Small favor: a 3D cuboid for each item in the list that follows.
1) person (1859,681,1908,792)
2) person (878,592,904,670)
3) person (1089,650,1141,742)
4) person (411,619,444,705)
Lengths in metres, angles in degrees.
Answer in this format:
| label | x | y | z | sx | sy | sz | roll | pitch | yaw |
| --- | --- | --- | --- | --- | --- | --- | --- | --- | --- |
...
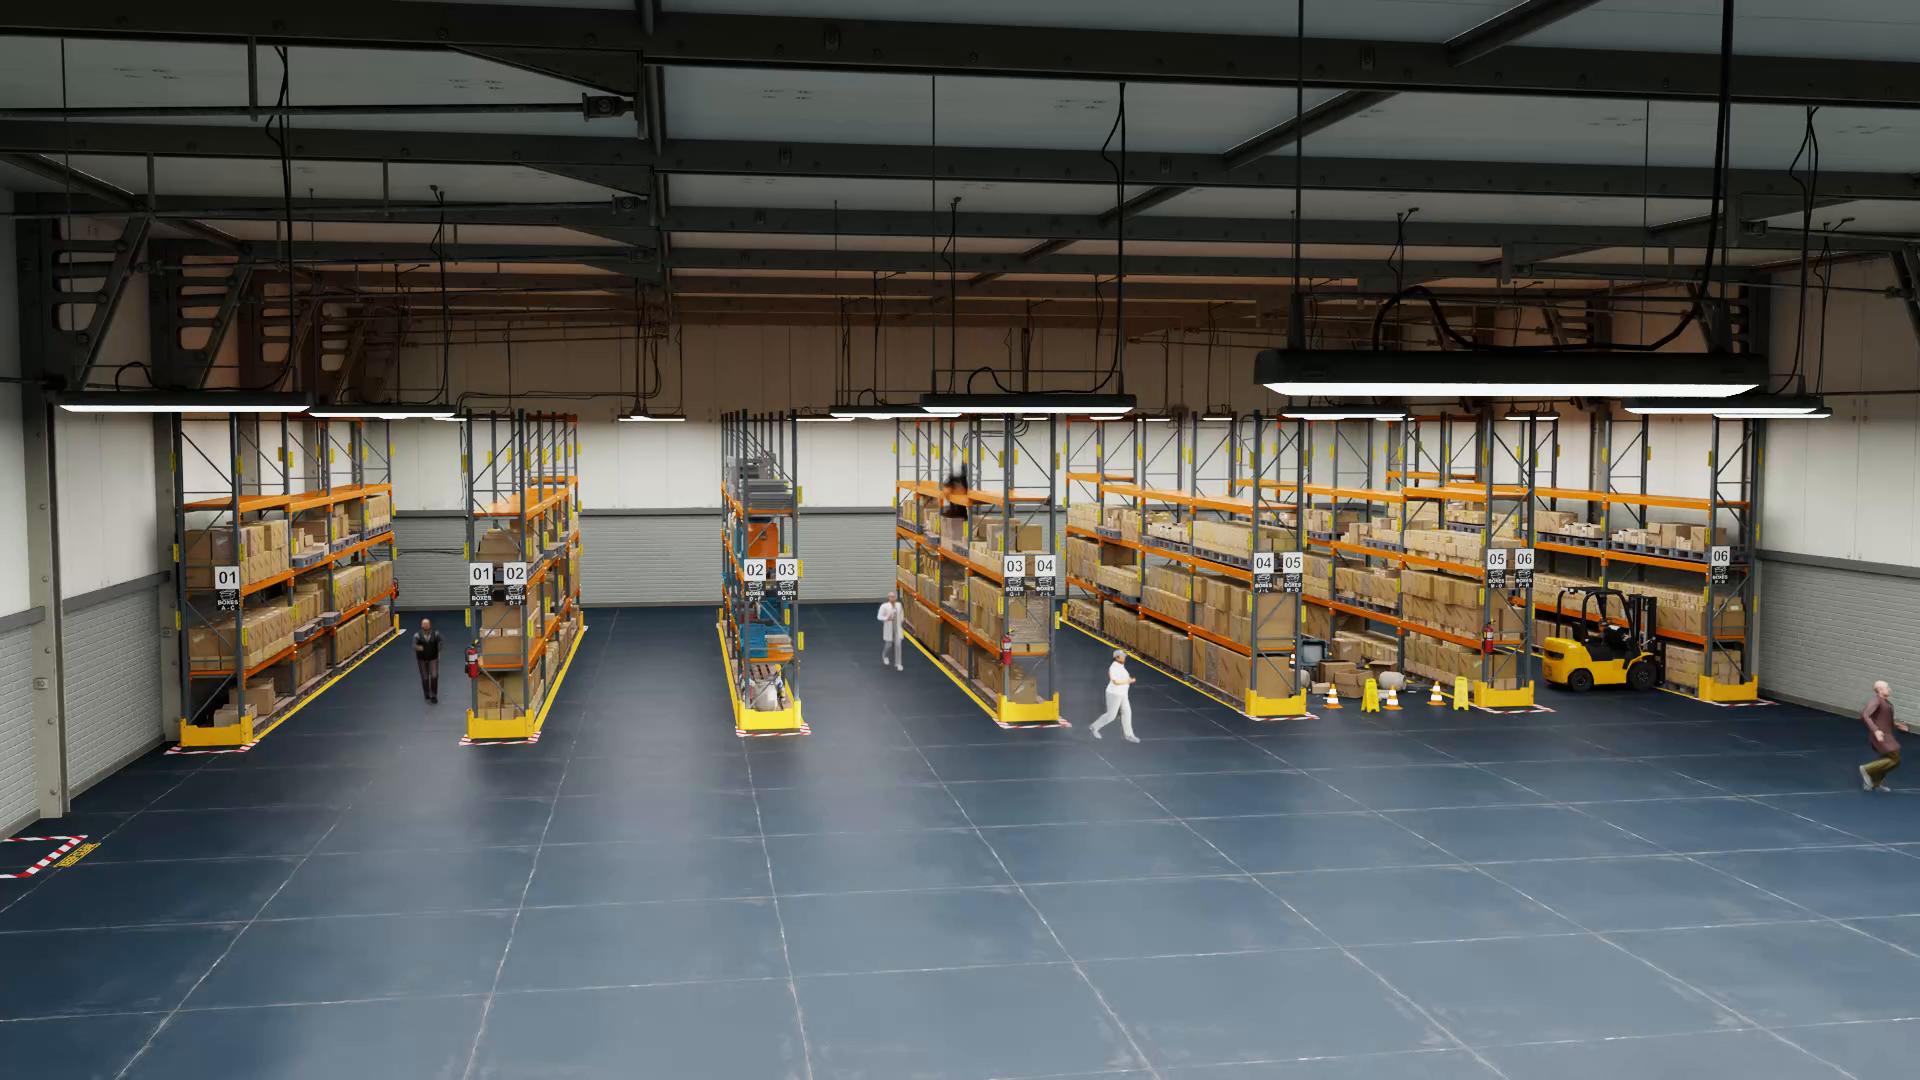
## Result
| label | x | y | z | sx | sy | sz | roll | pitch | yaw |
| --- | --- | --- | --- | --- | --- | --- | --- | --- | --- |
| person | 14.333 | 3.098 | 25.791 | 0.628 | 1.649 | 0.704 | 3 | 5 | 38 |
| person | -1.581 | 2.103 | 38.790 | 0.708 | 1.777 | 1.050 | -2 | 4 | -21 |
| person | 2.789 | 2.787 | 29.857 | 0.934 | 1.656 | 0.604 | 2 | 4 | 22 |
| person | -10.902 | 2.500 | 34.066 | 0.635 | 1.770 | 0.756 | -1 | 4 | -17 |
